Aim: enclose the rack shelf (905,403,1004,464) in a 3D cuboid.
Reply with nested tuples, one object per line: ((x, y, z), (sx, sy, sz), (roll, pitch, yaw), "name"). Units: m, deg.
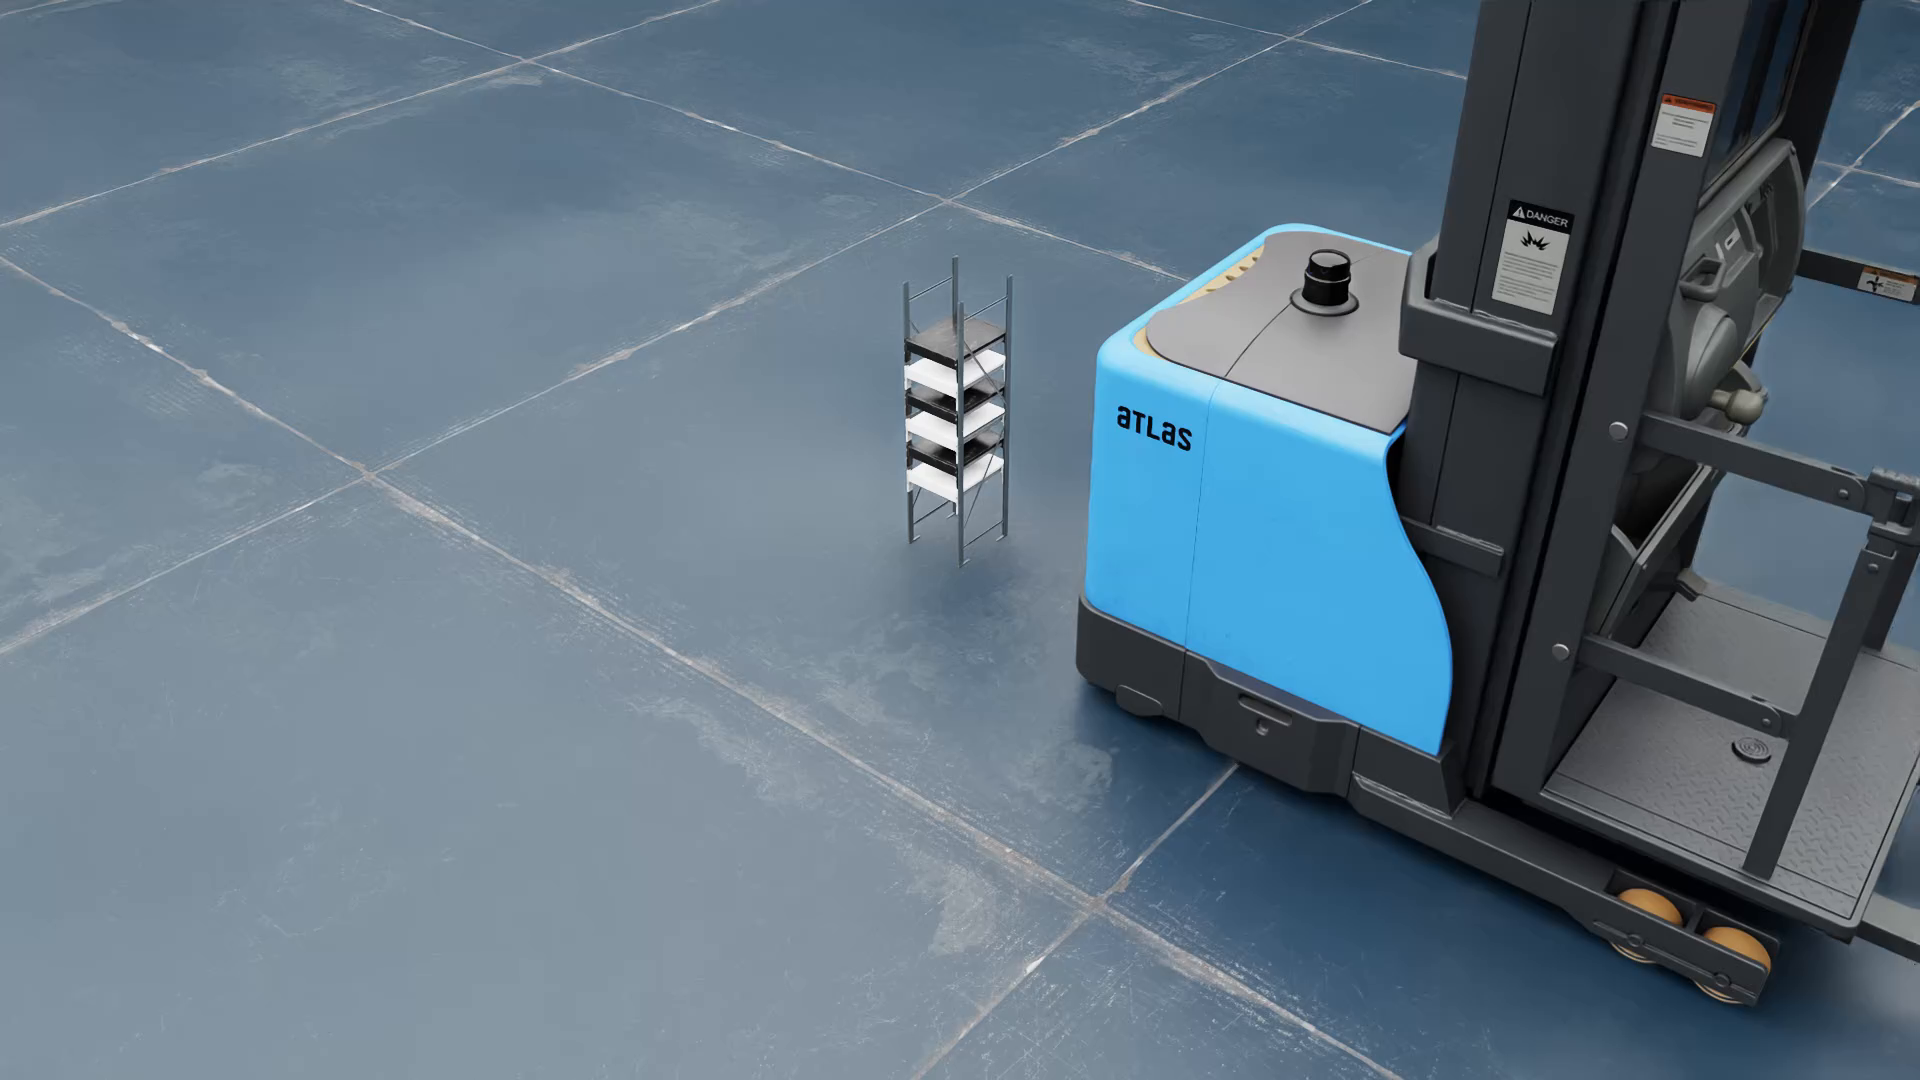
((-0.006, -0.346, 5.018), (0.200, 0.077, 0.258), (25, 42, 32), "rack shelf")

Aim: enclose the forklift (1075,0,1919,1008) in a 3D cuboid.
((1.802, -0.513, 3.407), (3.031, 2.935, 1.130), (23, 41, 30), "forklift")

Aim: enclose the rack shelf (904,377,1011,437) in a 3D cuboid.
((-0.006, -0.421, 4.967), (0.200, 0.077, 0.258), (25, 42, 32), "rack shelf")

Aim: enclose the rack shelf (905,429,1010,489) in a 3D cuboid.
((-0.006, -0.272, 5.069), (0.200, 0.077, 0.258), (25, 42, 32), "rack shelf")

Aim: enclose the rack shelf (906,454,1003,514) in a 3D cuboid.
((-0.006, -0.198, 5.120), (0.200, 0.077, 0.258), (25, 42, 32), "rack shelf")

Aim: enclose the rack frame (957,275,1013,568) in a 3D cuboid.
((0.072, -0.337, 4.946), (0.006, 0.900, 0.240), (25, 42, 32), "rack frame")

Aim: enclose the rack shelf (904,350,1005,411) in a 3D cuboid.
((-0.006, -0.495, 4.917), (0.200, 0.077, 0.258), (25, 42, 32), "rack shelf")

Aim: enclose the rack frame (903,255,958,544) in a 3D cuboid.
((-0.084, -0.411, 5.053), (0.006, 0.900, 0.240), (25, 42, 32), "rack frame")

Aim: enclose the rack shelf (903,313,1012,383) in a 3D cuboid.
((-0.006, -0.569, 4.866), (0.200, 0.077, 0.258), (25, 42, 32), "rack shelf")

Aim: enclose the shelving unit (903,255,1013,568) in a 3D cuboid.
((-0.006, -0.374, 5.000), (0.210, 0.900, 0.258), (25, 42, 32), "shelving unit")
